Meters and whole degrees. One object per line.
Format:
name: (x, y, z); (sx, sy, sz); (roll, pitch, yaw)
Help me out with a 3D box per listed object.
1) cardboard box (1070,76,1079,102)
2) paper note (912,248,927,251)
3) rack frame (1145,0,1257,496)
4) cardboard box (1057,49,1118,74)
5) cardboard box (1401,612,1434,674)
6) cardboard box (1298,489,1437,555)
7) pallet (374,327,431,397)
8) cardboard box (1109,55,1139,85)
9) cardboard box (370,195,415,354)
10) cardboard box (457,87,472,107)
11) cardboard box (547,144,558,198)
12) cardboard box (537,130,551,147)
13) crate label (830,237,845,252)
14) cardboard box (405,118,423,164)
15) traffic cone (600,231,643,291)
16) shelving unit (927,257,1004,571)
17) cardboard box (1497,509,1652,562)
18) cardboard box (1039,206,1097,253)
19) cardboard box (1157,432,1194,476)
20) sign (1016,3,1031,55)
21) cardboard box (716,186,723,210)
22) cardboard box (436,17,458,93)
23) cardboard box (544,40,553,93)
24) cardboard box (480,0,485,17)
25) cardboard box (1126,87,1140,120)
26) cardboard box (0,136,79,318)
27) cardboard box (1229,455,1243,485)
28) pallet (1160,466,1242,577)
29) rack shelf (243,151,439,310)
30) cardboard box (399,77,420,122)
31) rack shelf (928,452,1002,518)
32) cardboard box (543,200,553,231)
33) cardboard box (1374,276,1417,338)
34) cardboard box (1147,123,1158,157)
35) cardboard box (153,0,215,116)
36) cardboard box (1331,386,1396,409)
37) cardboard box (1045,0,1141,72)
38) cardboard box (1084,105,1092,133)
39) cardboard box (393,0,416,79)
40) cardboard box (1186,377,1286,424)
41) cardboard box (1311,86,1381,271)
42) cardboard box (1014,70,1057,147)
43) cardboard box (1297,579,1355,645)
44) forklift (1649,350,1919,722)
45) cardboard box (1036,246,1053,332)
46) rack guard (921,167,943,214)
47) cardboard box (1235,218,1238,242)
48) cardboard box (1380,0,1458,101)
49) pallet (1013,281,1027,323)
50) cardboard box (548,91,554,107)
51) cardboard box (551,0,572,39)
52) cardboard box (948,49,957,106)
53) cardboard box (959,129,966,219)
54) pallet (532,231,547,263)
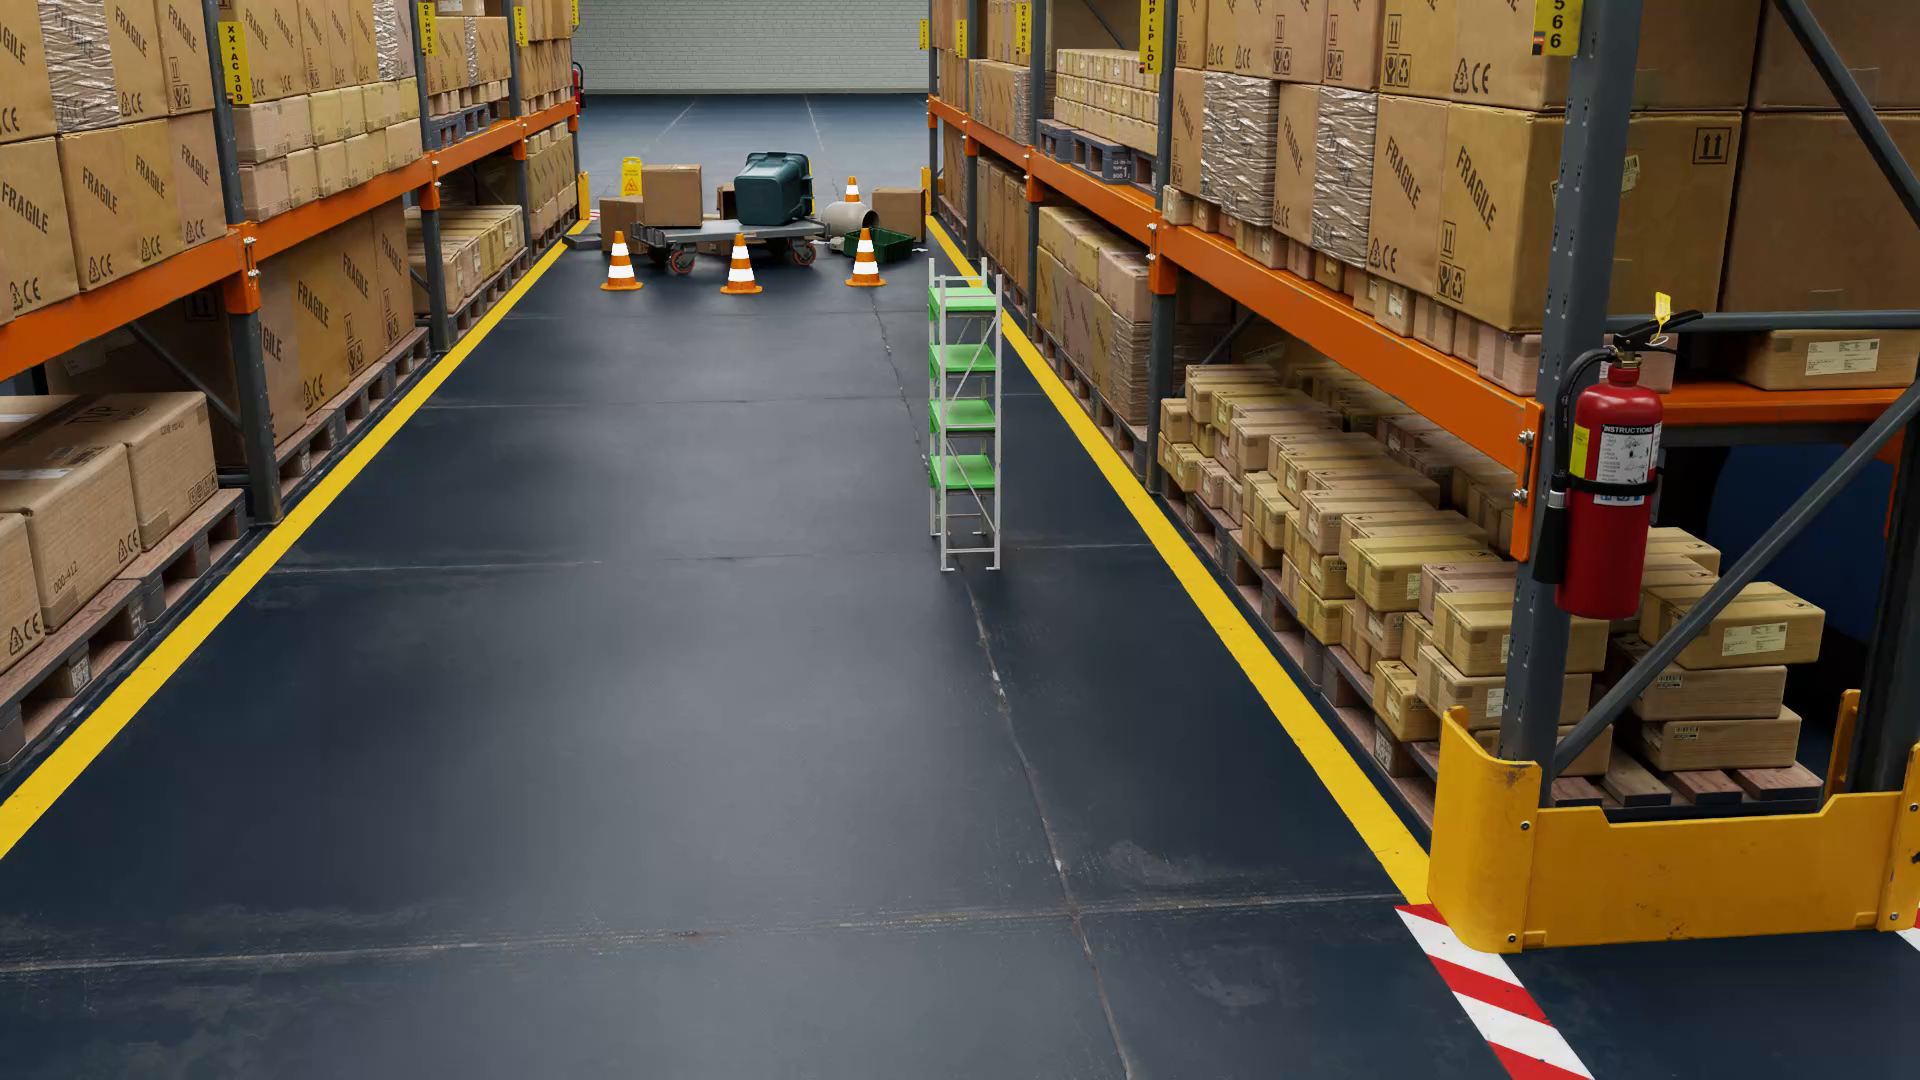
cardboard box: (0.886, -2.775, 10.230); (0.380, 0.149, 0.250); (-2, 18, -7)
paper note: (-0.407, -2.811, 16.078); (0.142, 0.020, 0.147); (16, 24, 42)
rack frame: (1.388, -1.671, 7.493); (1.000, 3.000, 0.127); (-2, 18, -6)
cardboard box: (0.831, -3.082, 10.713); (0.380, 0.149, 0.250); (-2, 18, -6)
cardboard box: (1.489, 0.310, 4.742); (0.380, 0.149, 0.250); (-2, 18, -7)
cardboard box: (1.325, -0.061, 5.428); (0.380, 0.149, 0.250); (-1, 17, -4)
pallet: (-3.932, -1.112, 10.368); (1.003, 0.211, 1.213); (-2, 18, -6)
cardboard box: (1.019, -2.538, 8.977); (0.380, 0.149, 0.250); (-3, 18, -8)
cardboard box: (-3.949, -1.658, 10.297); (0.875, 0.875, 0.875); (-2, 18, -6)
cardboard box: (-3.905, -3.346, 12.546); (0.380, 0.149, 0.250); (-1, 17, -4)
cardboard box: (-4.261, -3.616, 16.324); (0.500, 0.500, 0.500); (-1, 17, -3)
cardboard box: (-4.181, -3.884, 16.095); (0.380, 0.149, 0.250); (-1, 17, -2)
crate label: (-1.100, -2.839, 15.990); (0.250, 0.136, 0.298); (16, 24, 42)
cardboard box: (-3.627, -2.466, 10.274); (0.500, 0.250, 0.500); (-2, 18, -8)
traffic cone: (-2.830, -2.335, 13.843); (0.336, 0.463, 0.334); (-2, 18, -6)
shelving unit: (0.017, -0.523, 6.840); (0.258, 1.200, 0.503); (-2, 18, -6)
cardboard box: (1.930, 0.001, 5.231); (0.380, 0.149, 0.250); (-3, 18, -8)
cardboard box: (0.806, -2.016, 10.810); (0.500, 0.250, 0.500); (-3, 18, -8)
cardboard box: (1.106, -0.393, 7.480); (0.380, 0.149, 0.250); (-3, 18, -8)
sign: (0.424, -3.397, 11.058); (0.100, 0.325, 0.005); (-2, 18, -6)
cardboard box: (-2.064, -3.427, 17.254); (0.637, 0.503, 0.797); (16, 24, 42)
cardboard box: (-3.815, -3.366, 11.527); (0.500, 0.500, 0.500); (-1, 17, -3)
cardboard box: (-4.304, -4.650, 16.317); (0.500, 0.500, 0.500); (-2, 17, -5)
cardboard box: (-3.994, -4.236, 13.213); (0.380, 0.149, 0.250); (-2, 18, -7)
cardboard box: (1.067, -2.240, 8.526); (0.380, 0.149, 0.250); (-2, 18, -7)
cardboard box: (-3.059, -0.947, 5.018); (0.500, 0.500, 0.500); (-1, 17, -4)
cardboard box: (1.308, -0.311, 6.721); (0.380, 0.149, 0.250); (-3, 18, -8)
pallet: (1.492, -0.142, 7.277); (1.003, 0.211, 1.213); (-2, 18, -6)
rack shelf: (-3.732, -1.741, 8.915); (1.077, 0.370, 4.000); (-2, 18, -6)
cardboard box: (-3.635, -2.710, 10.219); (0.500, 0.250, 0.500); (-2, 18, -6)
rack shelf: (0.017, -0.233, 6.931); (0.258, 0.148, 0.480); (-2, 18, -6)
cardboard box: (-4.209, -3.103, 15.943); (0.500, 0.250, 0.500); (-1, 17, -3)
cardboard box: (1.407, -0.673, 4.732); (0.380, 0.149, 0.250); (-1, 17, -4)
cardboard box: (1.122, -1.941, 8.071); (0.380, 0.149, 0.250); (-2, 18, -5)
cardboard box: (-3.202, -1.881, 6.324); (0.500, 0.500, 0.500); (-2, 18, -6)
cardboard box: (1.782, -0.549, 6.982); (0.380, 0.149, 0.250); (-2, 18, -6)
cardboard box: (0.939, -3.522, 11.551); (0.700, 0.500, 0.500); (-2, 18, -6)
cardboard box: (0.936, -2.484, 9.800); (0.380, 0.149, 0.250); (-1, 17, -4)
cardboard box: (-3.624, -3.059, 10.076); (0.500, 0.500, 0.500); (-2, 18, -7)
cardboard box: (1.187, -0.602, 7.153); (0.380, 0.149, 0.250); (-1, 17, -3)
cardboard box: (1.388, -1.099, 5.008); (0.500, 0.500, 0.500); (-2, 18, -5)
cardboard box: (0.662, -3.037, 11.675); (0.500, 0.500, 0.500); (-2, 18, -6)
cardboard box: (1.343, 0.228, 5.502); (0.380, 0.149, 0.250); (-3, 18, -8)
forklift: (3.063, -1.190, 6.074); (1.130, 2.935, 3.031); (-3, 18, -9)
cardboard box: (0.795, -1.652, 10.904); (0.500, 0.500, 0.500); (-3, 18, -8)
rack guard: (0.148, -4.061, 19.278); (1.175, 0.500, 0.348); (-2, 18, -6)
cardboard box: (1.294, -1.223, 6.485); (0.380, 0.149, 0.250); (-3, 18, -8)
cardboard box: (1.454, -1.426, 4.378); (0.500, 0.500, 0.500); (-2, 18, -8)
pallet: (0.969, -1.770, 12.462); (1.003, 0.211, 1.213); (-2, 18, -6)
cardboard box: (-4.310, -4.460, 16.795); (0.380, 0.149, 0.250); (-2, 18, -6)
cardboard box: (-4.293, -5.285, 16.670); (0.700, 0.500, 0.500); (-2, 18, -6)
cardboard box: (0.341, -4.718, 16.948); (0.875, 0.550, 0.500); (-2, 18, -6)
cardboard box: (0.471, -3.699, 16.799); (0.875, 0.875, 0.875); (-2, 18, -5)
pallet: (-4.455, -2.740, 15.553); (1.003, 0.211, 1.213); (-2, 18, -6)
